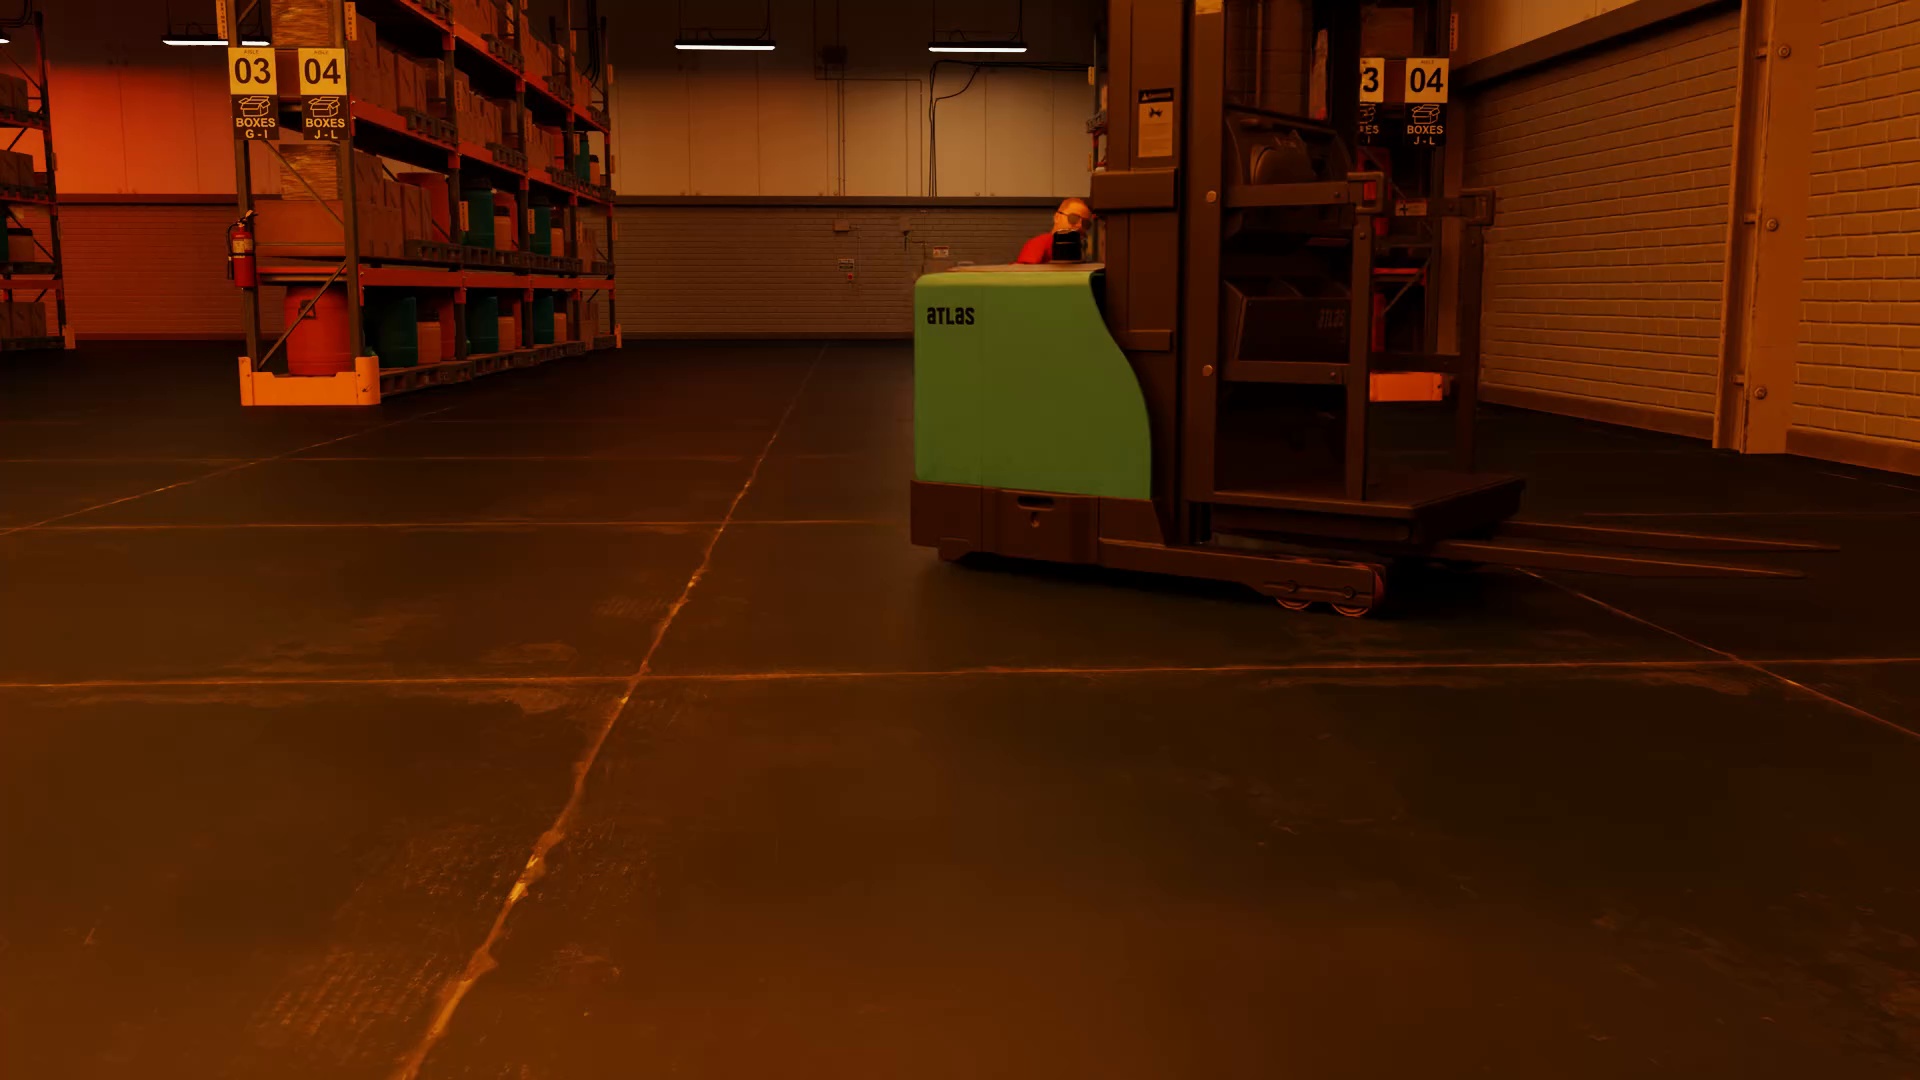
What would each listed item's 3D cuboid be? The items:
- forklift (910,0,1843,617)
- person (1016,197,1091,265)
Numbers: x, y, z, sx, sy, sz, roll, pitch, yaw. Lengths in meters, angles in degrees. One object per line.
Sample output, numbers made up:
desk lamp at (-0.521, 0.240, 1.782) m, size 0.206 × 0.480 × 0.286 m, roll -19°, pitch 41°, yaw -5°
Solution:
forklift at (1.306, -1.297, 5.568) m, size 3.031 × 2.935 × 1.130 m, roll 6°, pitch 10°, yaw 35°
person at (0.547, -0.939, 8.239) m, size 0.679 × 1.502 × 0.801 m, roll -1°, pitch 8°, yaw -6°
